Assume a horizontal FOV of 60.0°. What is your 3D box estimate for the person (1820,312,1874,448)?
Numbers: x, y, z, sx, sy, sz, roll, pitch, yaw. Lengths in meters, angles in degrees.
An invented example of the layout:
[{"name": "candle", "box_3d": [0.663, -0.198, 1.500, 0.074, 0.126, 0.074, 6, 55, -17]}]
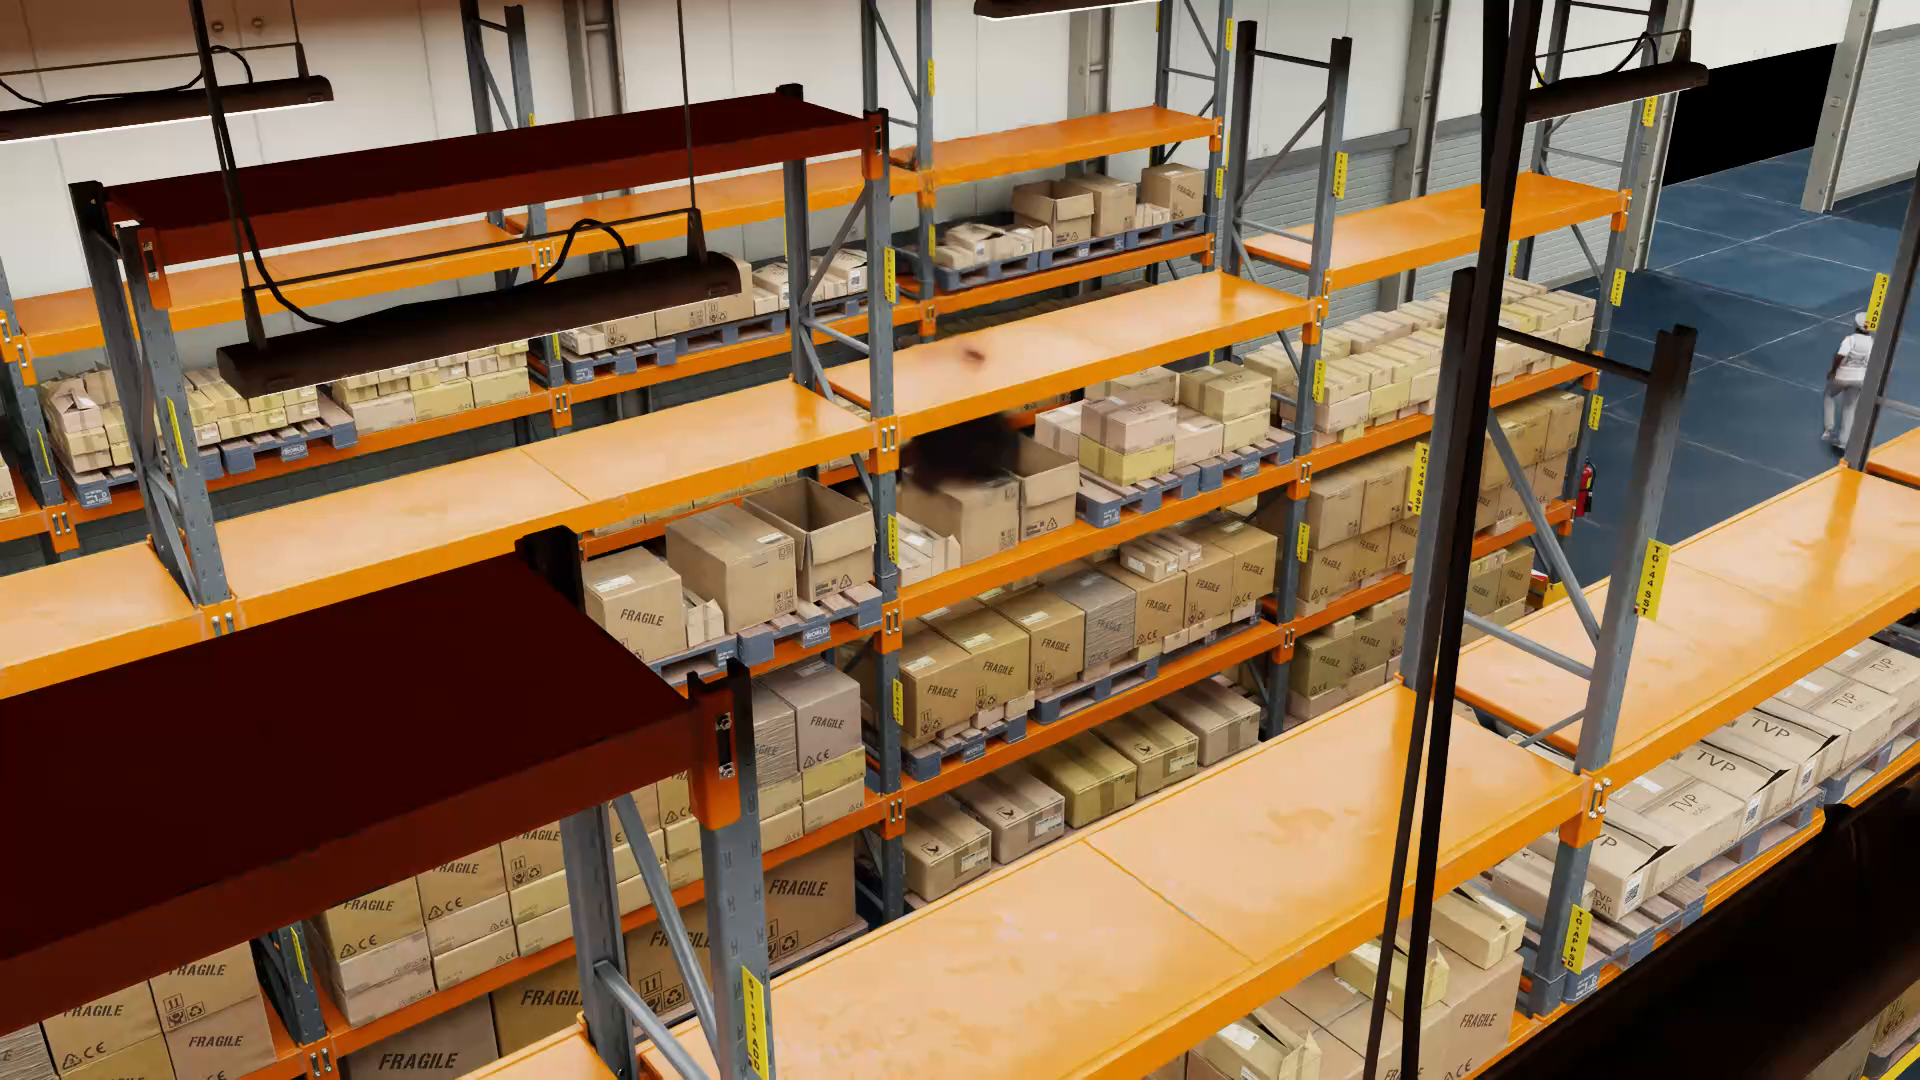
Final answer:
[{"name": "person", "box_3d": [10.770, -1.961, 20.195, 0.544, 1.680, 0.651, 5, 26, 10]}]
